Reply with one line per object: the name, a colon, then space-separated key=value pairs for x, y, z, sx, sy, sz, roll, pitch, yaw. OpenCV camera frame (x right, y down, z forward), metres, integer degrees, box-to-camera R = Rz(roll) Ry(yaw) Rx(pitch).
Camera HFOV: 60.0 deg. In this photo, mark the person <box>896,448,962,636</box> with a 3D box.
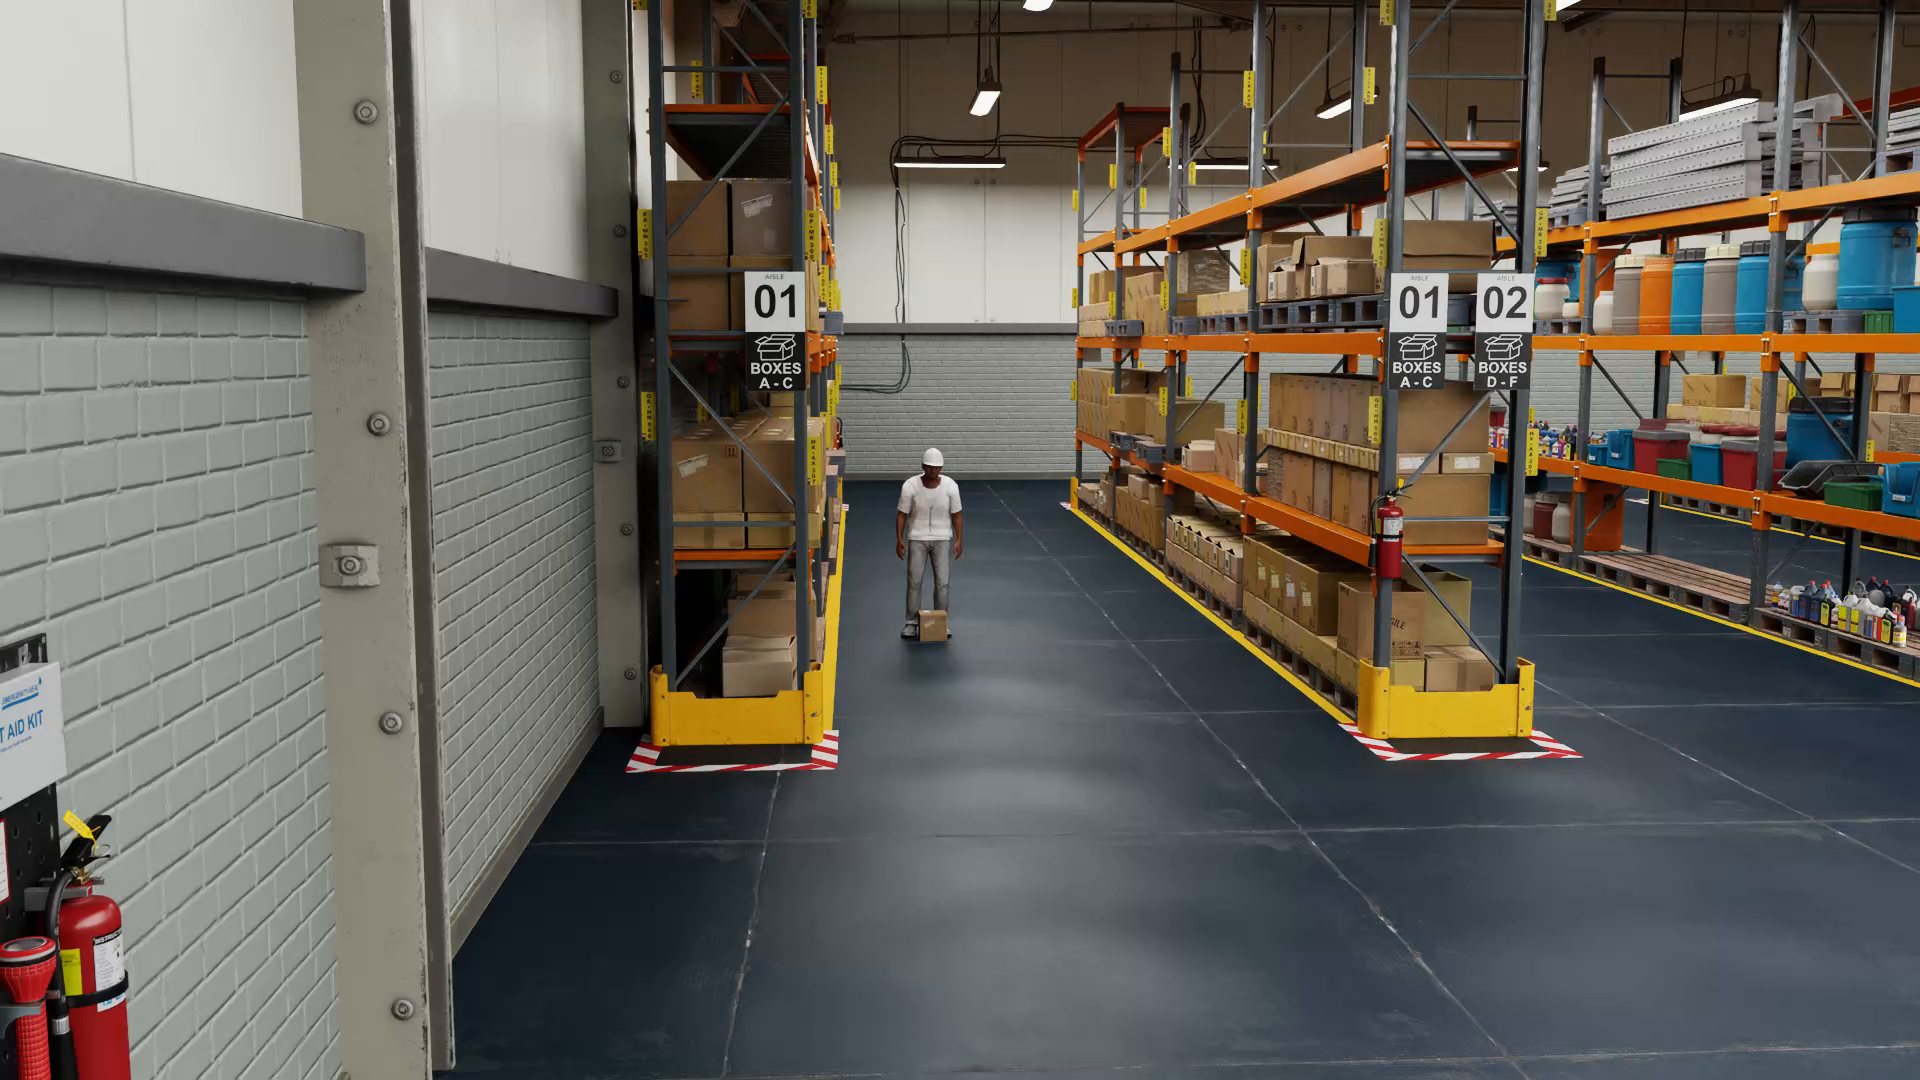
person: x=-0.286 y=0.017 z=15.523 sx=0.627 sy=1.761 sz=0.458 roll=-1 pitch=7 yaw=-6
